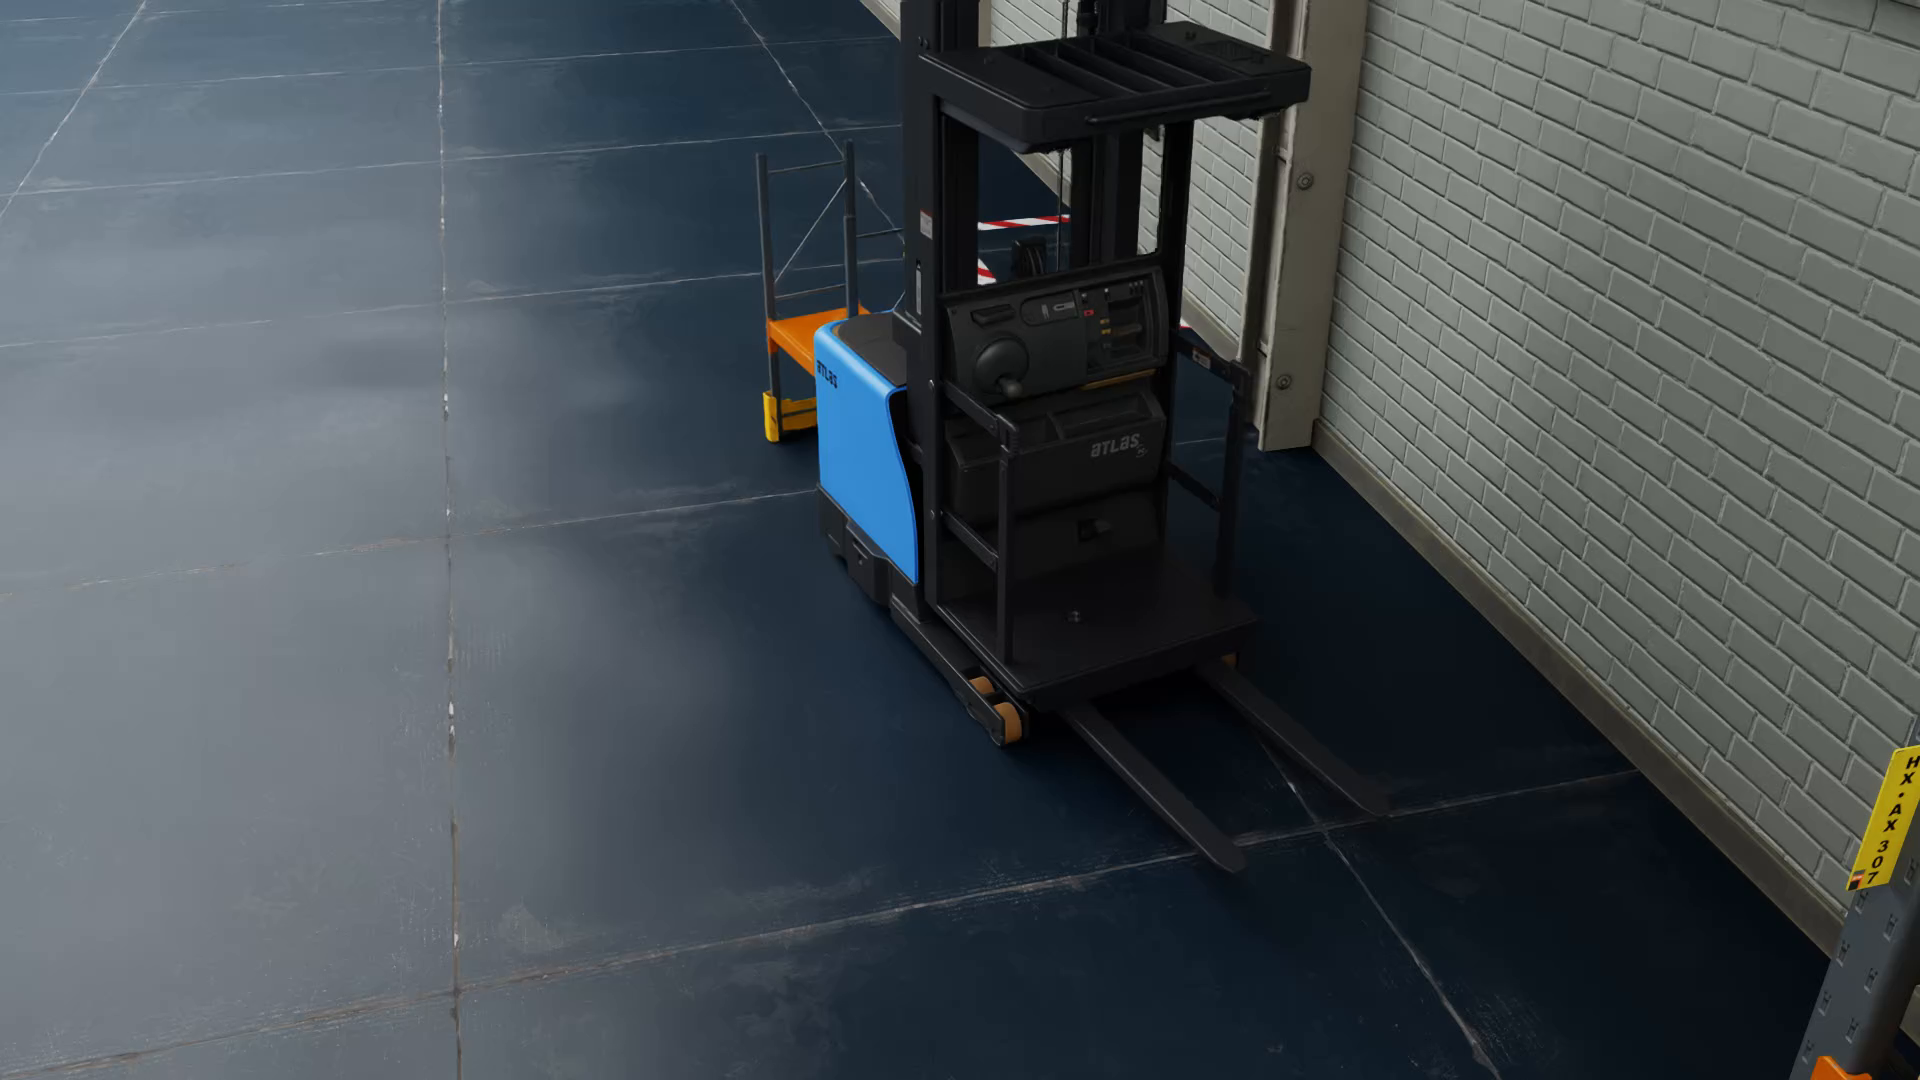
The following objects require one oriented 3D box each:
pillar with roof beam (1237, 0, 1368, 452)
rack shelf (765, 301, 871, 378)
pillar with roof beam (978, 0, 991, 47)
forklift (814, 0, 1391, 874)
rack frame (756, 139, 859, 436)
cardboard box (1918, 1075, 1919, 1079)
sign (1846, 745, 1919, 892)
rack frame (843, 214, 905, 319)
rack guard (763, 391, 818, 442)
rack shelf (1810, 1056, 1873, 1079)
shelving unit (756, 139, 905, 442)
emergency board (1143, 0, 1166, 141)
[{"bbox_3d":[-2.506,-3.892,5.490,9.100,9.000,0.400,-8,31,-13],"label":"pillar with roof beam"},{"bbox_3d":[-0.512,-0.870,8.115,0.538,0.185,1.000,-15,33,-24],"label":"rack shelf"},{"bbox_3d":[-4.098,-6.789,10.497,9.100,9.000,0.400,-8,31,-13],"label":"pillar with roof beam"},{"bbox_3d":[0.480,-0.737,6.097,1.130,2.935,3.031,-15,33,-24],"label":"forklift"},{"bbox_3d":[-0.749,-1.251,8.414,0.500,1.500,0.032,-15,33,-24],"label":"rack frame"},{"bbox_3d":[2.041,1.141,2.913,0.500,0.250,0.500,-9,31,-15],"label":"cardboard box"},{"bbox_3d":[1.694,0.505,3.019,0.100,0.325,0.005,-8,31,-13],"label":"sign"},{"bbox_3d":[-0.275,-0.800,7.635,0.500,1.500,0.032,-15,33,-24],"label":"rack frame"},{"bbox_3d":[-0.740,-0.701,8.712,0.587,0.250,0.087,-15,33,-24],"label":"rack guard"},{"bbox_3d":[2.748,2.085,1.872,1.077,0.370,4.000,-8,31,-13],"label":"rack shelf"},{"bbox_3d":[-0.508,-1.021,8.017,0.587,1.500,1.083,-15,33,-24],"label":"shelving unit"},{"bbox_3d":[1.026,-3.066,10.053,0.194,1.169,0.643,-8,31,-13],"label":"emergency board"}]
